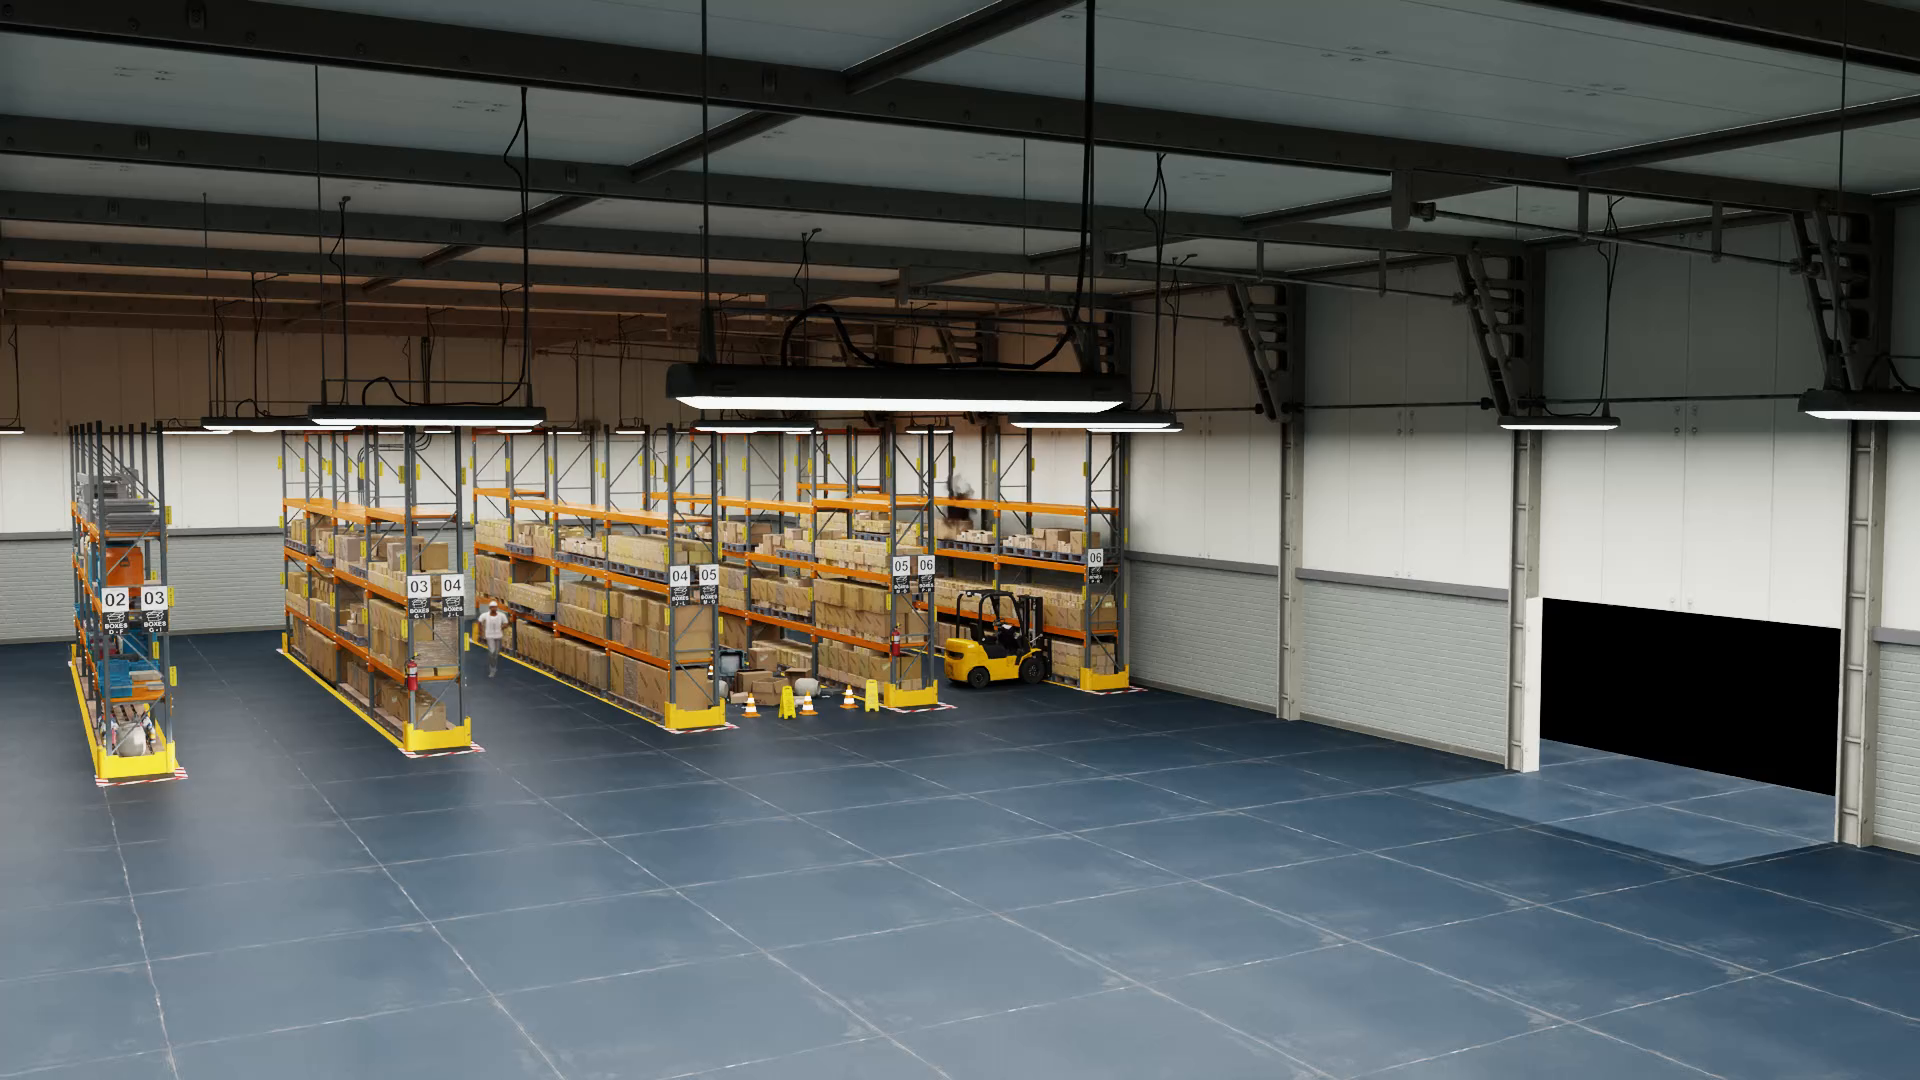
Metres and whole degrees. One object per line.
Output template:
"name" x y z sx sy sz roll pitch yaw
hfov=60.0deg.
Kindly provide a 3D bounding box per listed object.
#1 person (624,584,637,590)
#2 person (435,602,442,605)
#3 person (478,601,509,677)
"person" -9.942 1.761 50.333 0.796 1.715 0.757 0 4 -4
"person" -14.384 2.115 45.415 0.657 1.620 0.611 -1 4 -16
"person" -11.212 2.373 40.041 0.678 1.823 0.789 -2 4 -29
